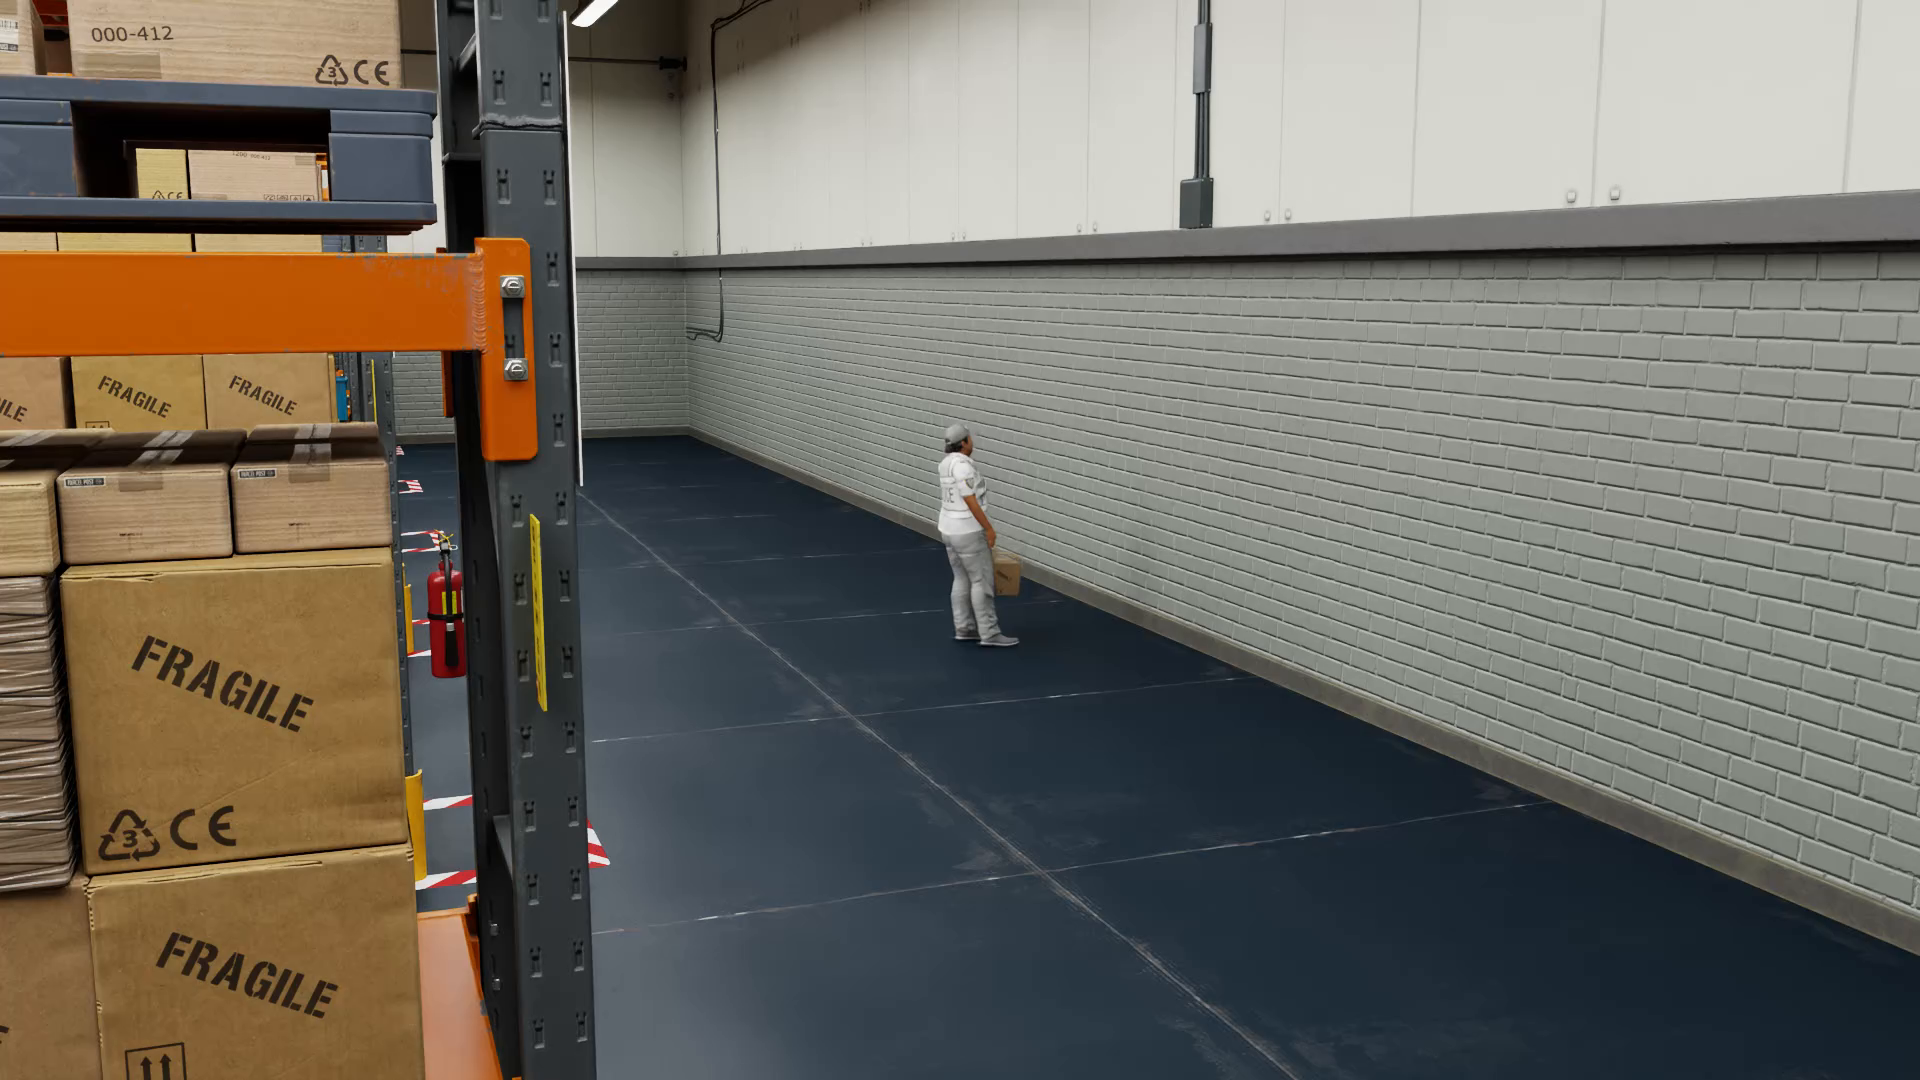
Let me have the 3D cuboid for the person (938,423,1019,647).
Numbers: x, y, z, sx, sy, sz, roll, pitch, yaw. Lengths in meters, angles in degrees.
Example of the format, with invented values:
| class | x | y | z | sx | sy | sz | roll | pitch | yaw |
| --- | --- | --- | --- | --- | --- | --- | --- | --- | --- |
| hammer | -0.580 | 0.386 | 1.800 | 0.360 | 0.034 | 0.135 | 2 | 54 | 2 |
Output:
| class | x | y | z | sx | sy | sz | roll | pitch | yaw |
| --- | --- | --- | --- | --- | --- | --- | --- | --- | --- |
| person | 0.122 | -0.050 | 12.608 | 0.523 | 1.670 | 0.575 | -3 | 10 | -21 |
